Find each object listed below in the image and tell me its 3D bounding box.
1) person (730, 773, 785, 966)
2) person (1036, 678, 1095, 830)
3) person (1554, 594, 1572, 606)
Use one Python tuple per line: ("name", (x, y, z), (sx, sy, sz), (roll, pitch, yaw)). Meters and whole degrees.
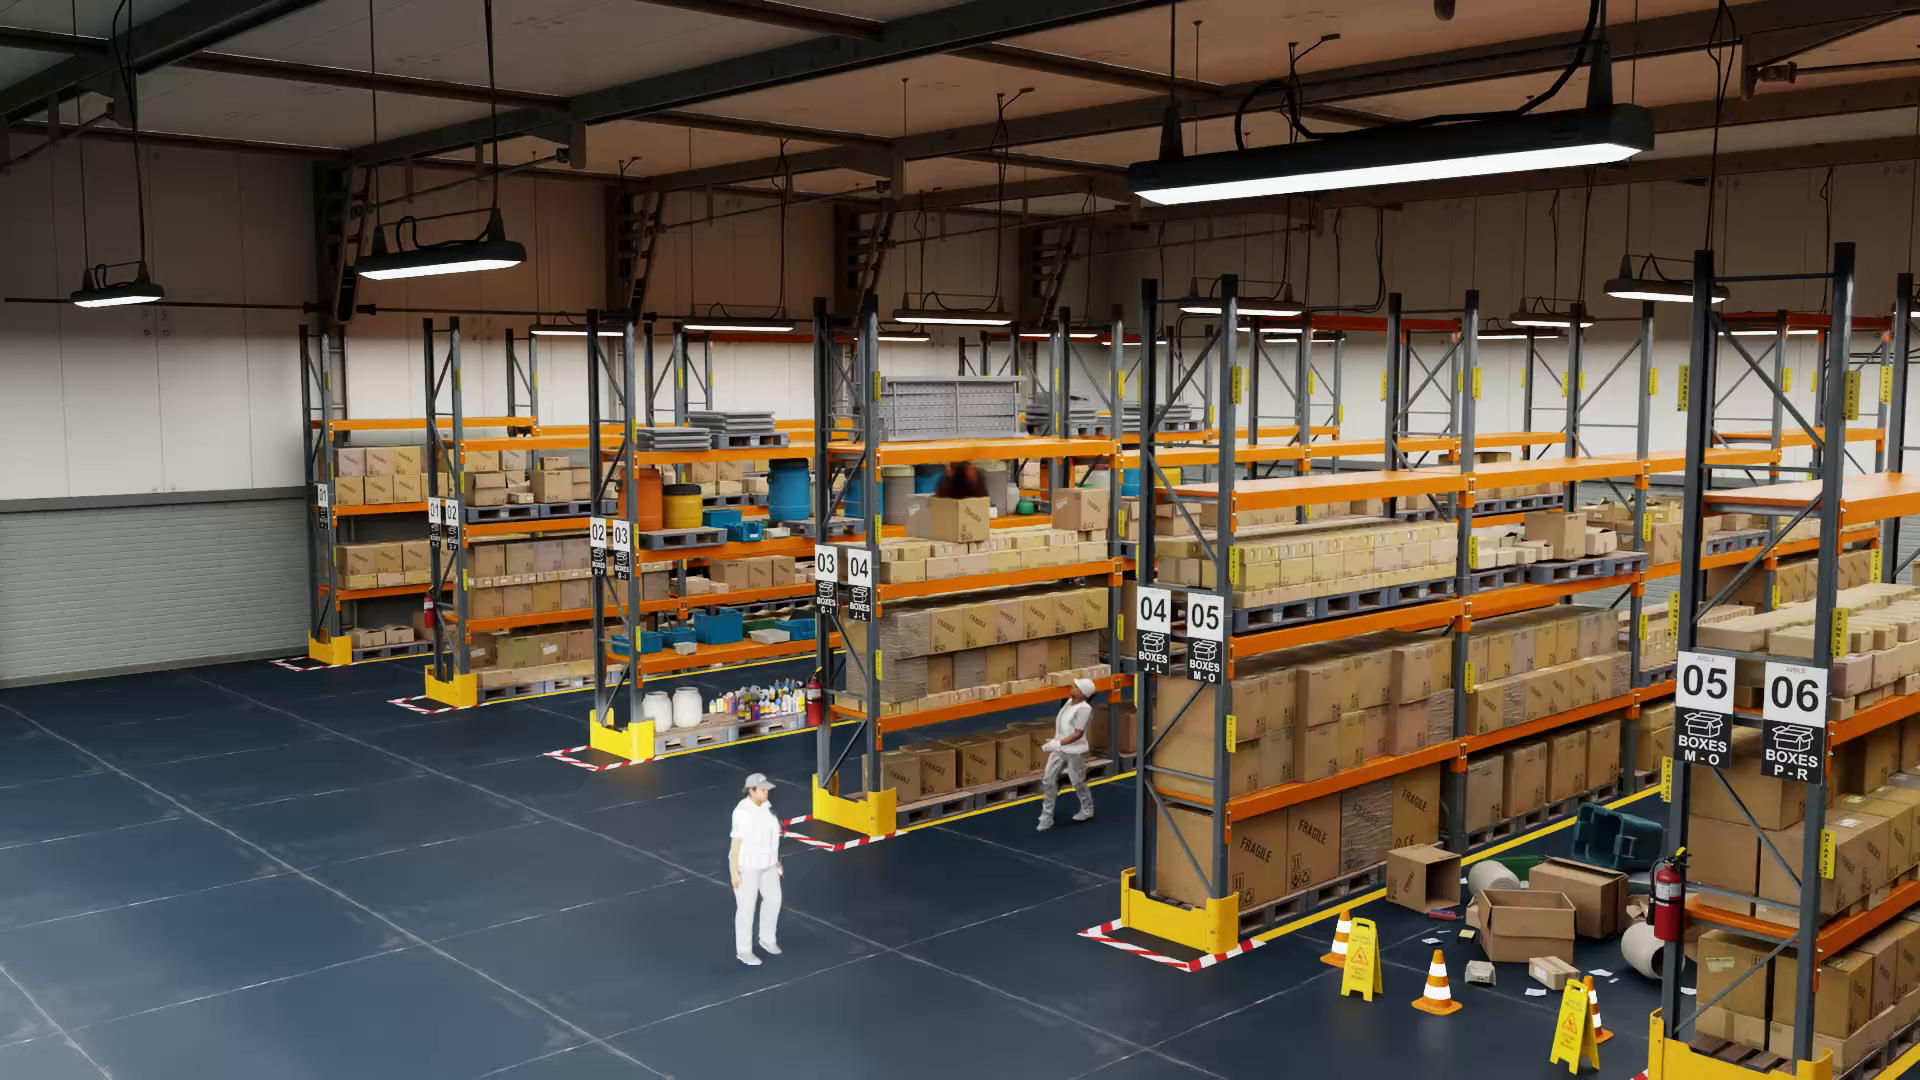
("person", (-1.806, 2.895, 14.646), (0.403, 1.713, 0.563), (4, 7, 33))
("person", (1.233, 2.452, 18.890), (0.834, 1.787, 0.608), (-5, 7, -40))
("person", (9.645, 1.616, 26.669), (1.013, 1.730, 0.605), (-4, 7, -38))
